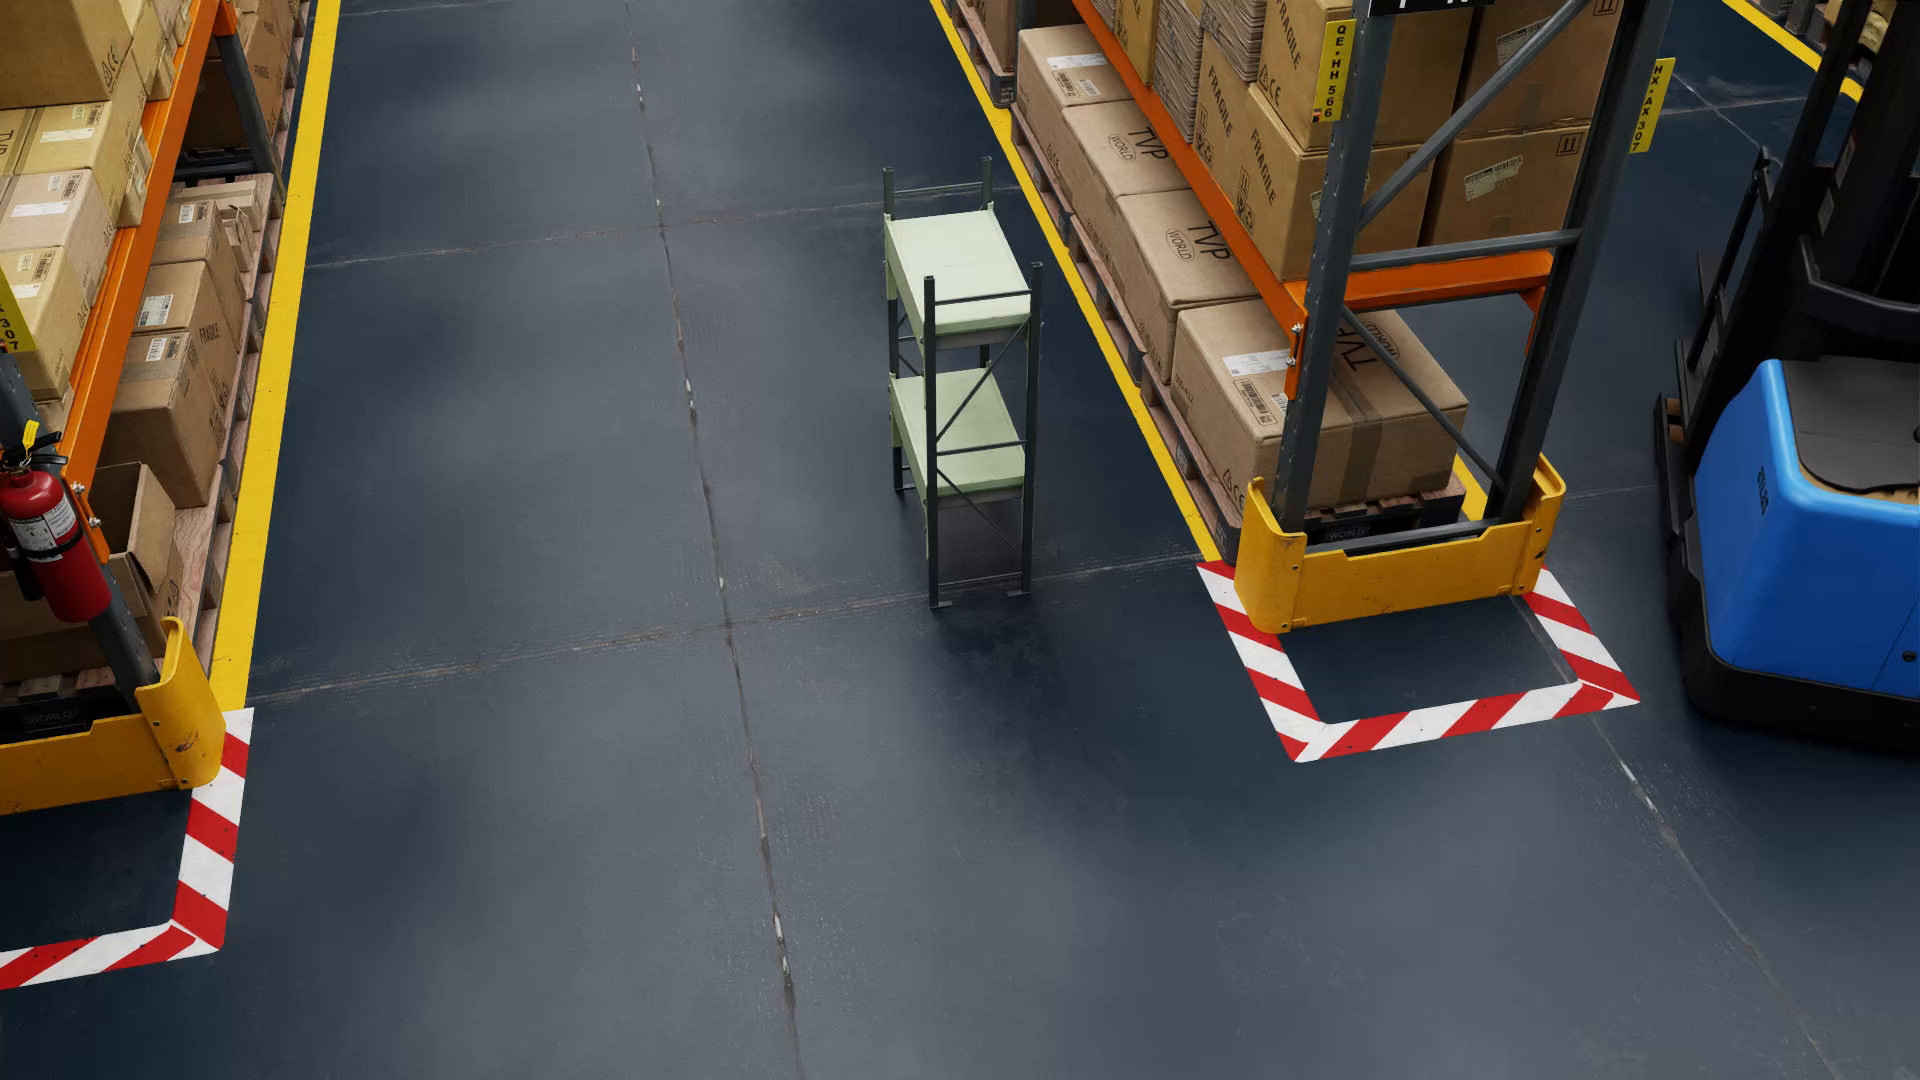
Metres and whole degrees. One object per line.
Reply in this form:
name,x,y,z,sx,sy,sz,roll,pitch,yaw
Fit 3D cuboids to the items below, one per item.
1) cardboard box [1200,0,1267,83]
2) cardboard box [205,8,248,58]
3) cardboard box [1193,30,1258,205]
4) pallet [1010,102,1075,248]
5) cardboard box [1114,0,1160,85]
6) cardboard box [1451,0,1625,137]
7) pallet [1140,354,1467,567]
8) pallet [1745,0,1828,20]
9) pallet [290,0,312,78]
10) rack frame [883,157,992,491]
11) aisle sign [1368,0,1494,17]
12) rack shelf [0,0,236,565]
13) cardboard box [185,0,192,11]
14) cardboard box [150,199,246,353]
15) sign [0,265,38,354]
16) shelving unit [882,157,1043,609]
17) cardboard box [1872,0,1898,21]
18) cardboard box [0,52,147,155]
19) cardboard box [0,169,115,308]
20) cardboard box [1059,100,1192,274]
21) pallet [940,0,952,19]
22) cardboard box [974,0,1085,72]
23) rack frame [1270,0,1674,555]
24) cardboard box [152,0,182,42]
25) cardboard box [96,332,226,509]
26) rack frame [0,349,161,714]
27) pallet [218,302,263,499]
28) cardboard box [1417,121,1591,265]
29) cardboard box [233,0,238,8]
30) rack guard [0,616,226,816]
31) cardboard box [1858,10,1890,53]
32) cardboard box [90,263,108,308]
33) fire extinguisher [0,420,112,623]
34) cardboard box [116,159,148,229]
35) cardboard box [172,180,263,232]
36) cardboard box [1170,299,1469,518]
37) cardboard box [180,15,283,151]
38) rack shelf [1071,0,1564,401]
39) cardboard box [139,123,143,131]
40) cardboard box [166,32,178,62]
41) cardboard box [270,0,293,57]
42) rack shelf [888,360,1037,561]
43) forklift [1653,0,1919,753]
cardboard box,1.189,-1.988,5.902,0.500,0.500,0.500,-8,42,-9
cardboard box,-3.859,-2.578,8.473,0.380,0.149,0.250,-6,42,-7
cardboard box,1.211,-1.603,6.222,0.500,0.500,0.500,-9,42,-10
pallet,0.892,-2.010,8.855,1.003,0.211,1.213,-8,42,-9
cardboard box,0.967,-2.268,6.971,0.500,0.500,0.500,-7,42,-8
cardboard box,1.842,-1.727,5.608,0.500,0.500,0.500,-9,42,-10
pallet,1.418,-0.428,7.073,1.003,0.211,1.213,-8,42,-9
pallet,5.446,-3.793,10.864,1.003,0.211,1.213,-8,42,-9
pallet,-4.521,-3.114,10.099,1.003,0.211,1.213,-8,42,-9
rack frame,-0.080,-0.802,6.524,0.400,1.500,0.023,-8,42,-9
aisle sign,1.380,-1.845,4.611,0.394,0.787,0.004,-8,42,-9
rack shelf,-3.610,-1.278,6.472,1.077,0.370,4.000,-8,42,-9
cardboard box,-3.649,-2.413,7.398,0.380,0.149,0.250,-7,42,-8
cardboard box,-3.588,-1.115,7.313,0.700,0.500,0.500,-10,43,-11
sign,-2.649,-0.652,4.573,0.100,0.325,0.005,-8,42,-9
shelving unit,-0.001,-0.565,6.257,0.431,1.500,0.755,-8,42,-9
cardboard box,5.524,-3.102,9.592,0.380,0.149,0.250,-8,42,-9
cardboard box,-3.366,-1.621,6.206,0.500,0.250,0.500,-9,42,-10
cardboard box,-3.122,-0.965,5.466,0.500,0.250,0.500,-8,42,-9
cardboard box,1.029,-1.753,8.079,0.875,0.438,0.875,-10,42,-11
pallet,0.297,-3.796,10.867,1.003,0.211,1.213,-8,42,-9
cardboard box,0.592,-3.310,9.503,0.875,0.875,0.875,-7,42,-8
rack frame,1.667,-0.964,5.576,1.000,3.000,0.127,-8,42,-9
cardboard box,-3.571,-2.280,6.948,0.500,0.250,0.500,-8,42,-9
cardboard box,-3.364,-0.442,6.555,0.700,0.500,0.500,-7,42,-8
rack frame,-3.178,-0.250,4.772,1.000,3.000,0.127,-8,42,-9
pallet,-3.628,-0.562,7.225,1.003,0.211,1.213,-8,42,-9
cardboard box,1.844,-1.353,5.940,0.500,0.500,0.500,-9,42,-10
cardboard box,-4.061,-2.912,8.849,0.380,0.149,0.250,-10,43,-12
rack guard,-3.195,0.635,5.658,1.175,0.500,0.348,-8,42,-9
cardboard box,5.438,-2.968,9.665,0.380,0.149,0.250,-7,42,-8
cardboard box,-3.167,-0.905,5.699,0.380,0.149,0.250,-7,42,-8
fire extinguisher,-2.695,-0.053,4.889,0.296,0.674,0.183,-8,42,-9
cardboard box,-3.211,-1.251,6.089,0.380,0.149,0.250,-9,42,-11
cardboard box,-3.635,-1.615,8.141,0.380,0.149,0.250,-10,42,-11
cardboard box,1.427,-0.576,6.753,0.875,0.438,0.875,-10,43,-11
cardboard box,-3.926,-2.411,8.773,0.500,0.500,0.500,-7,42,-7
rack shelf,1.236,-1.991,7.276,1.077,0.370,4.000,-8,42,-9
cardboard box,-3.411,-1.576,6.455,0.380,0.149,0.250,-8,42,-9
cardboard box,-3.539,-2.074,7.016,0.380,0.149,0.250,-7,42,-8
cardboard box,-4.154,-3.079,9.526,0.500,0.500,0.500,-10,42,-11
rack shelf,-0.001,-0.321,6.473,0.431,0.370,0.720,-8,42,-9
forklift,3.504,-1.310,6.018,1.130,2.935,3.031,10,43,11
